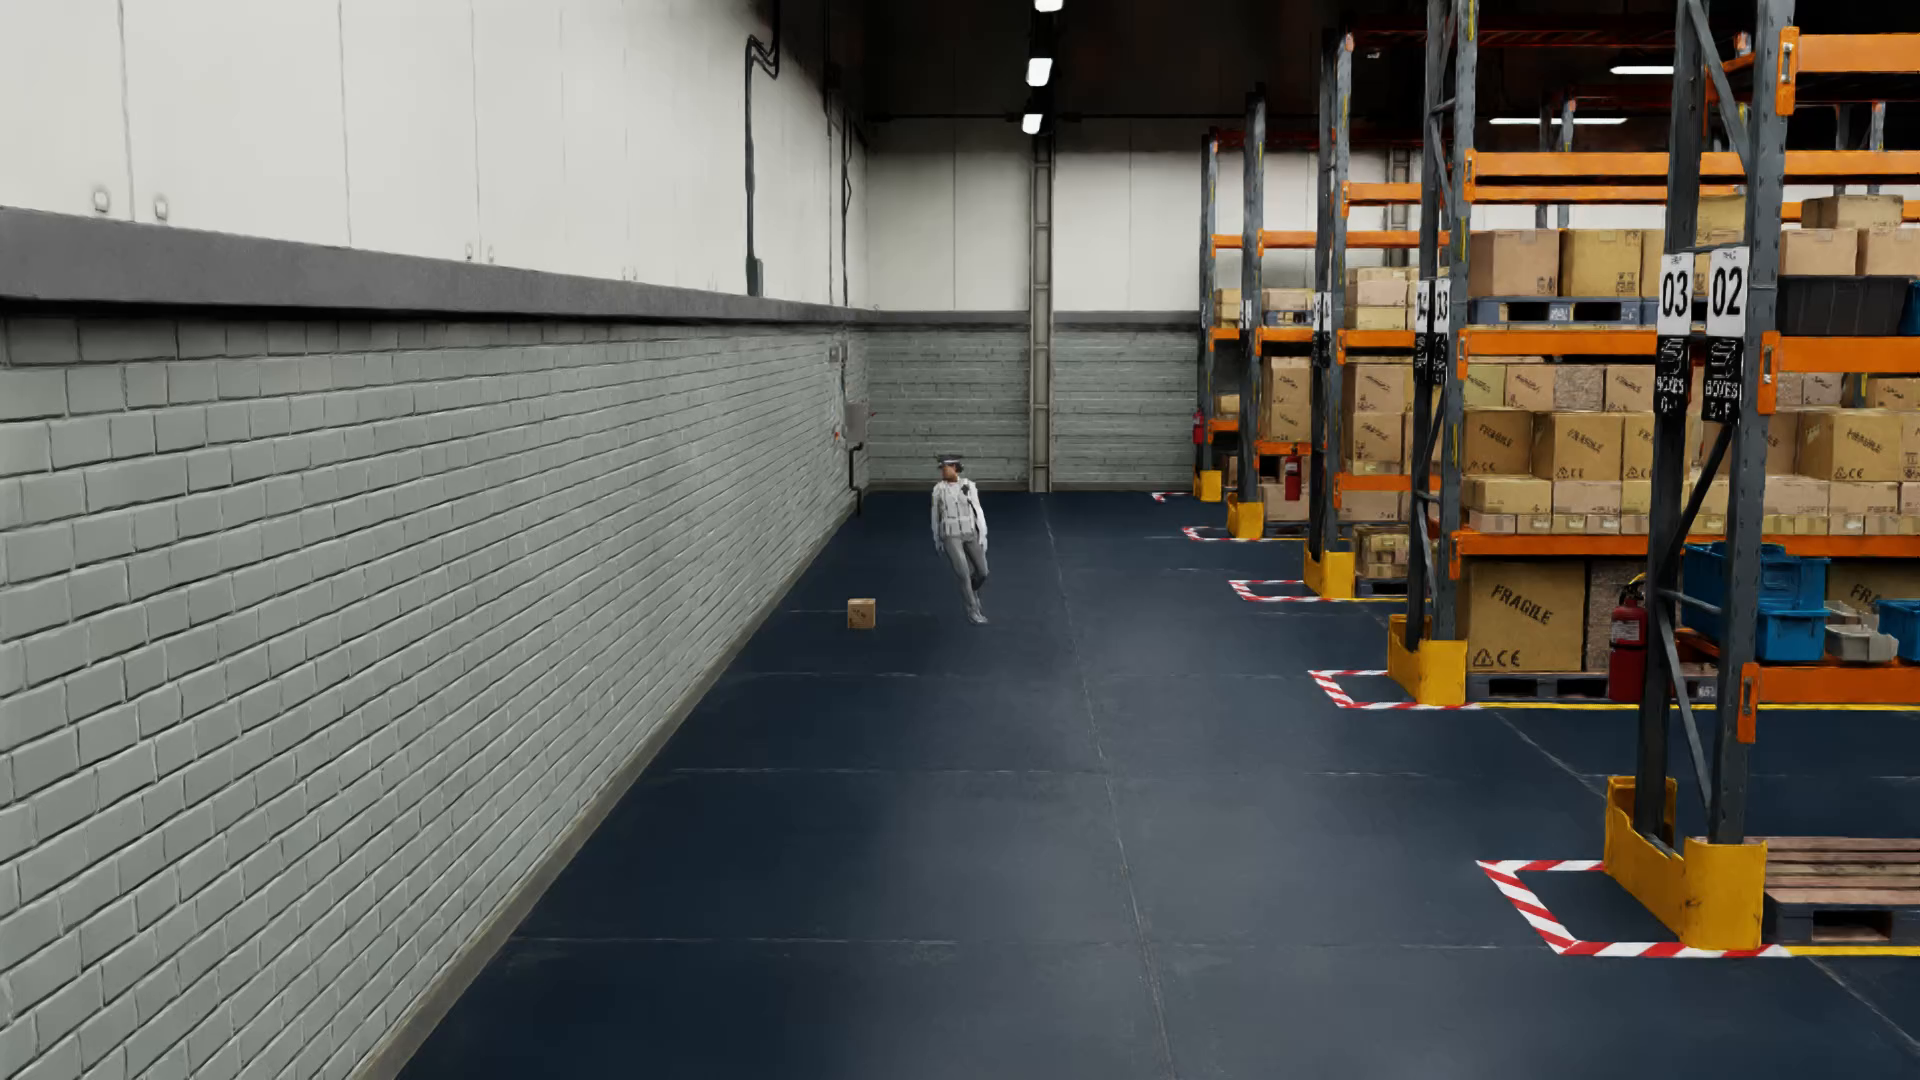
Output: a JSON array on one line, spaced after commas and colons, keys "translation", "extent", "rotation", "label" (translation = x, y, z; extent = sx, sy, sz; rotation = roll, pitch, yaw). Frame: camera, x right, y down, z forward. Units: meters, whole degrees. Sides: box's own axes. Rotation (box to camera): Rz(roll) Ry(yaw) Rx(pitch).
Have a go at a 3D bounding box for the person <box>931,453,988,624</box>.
[{"translation": [-0.003, -0.025, 16.074], "extent": [0.527, 1.625, 0.605], "rotation": [-1, 7, -10], "label": "person"}]
